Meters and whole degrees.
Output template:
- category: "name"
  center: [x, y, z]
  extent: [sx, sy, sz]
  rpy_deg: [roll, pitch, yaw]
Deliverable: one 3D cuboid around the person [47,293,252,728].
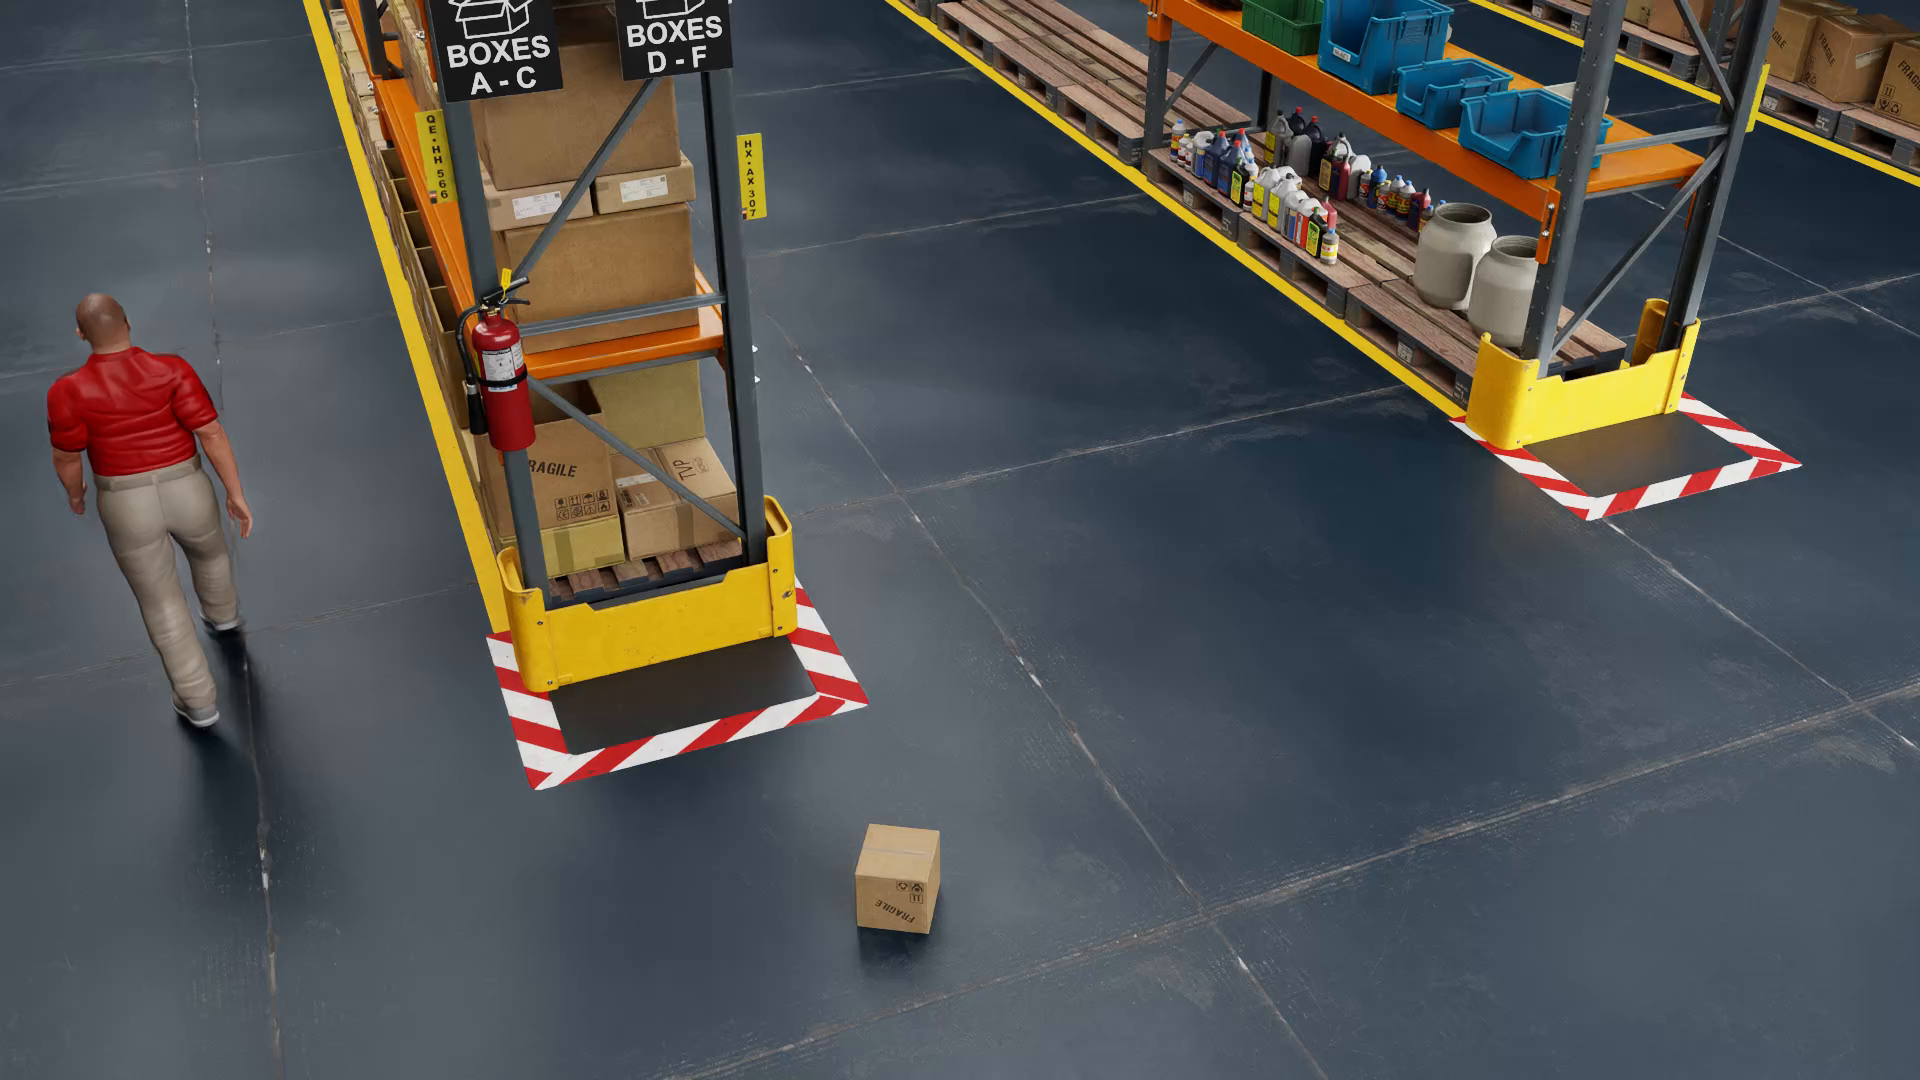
- category: "person"
  center: [-3.115, -0.176, 6.425]
  extent: [0.586, 1.712, 0.946]
  rpy_deg: [-20, 38, -27]
